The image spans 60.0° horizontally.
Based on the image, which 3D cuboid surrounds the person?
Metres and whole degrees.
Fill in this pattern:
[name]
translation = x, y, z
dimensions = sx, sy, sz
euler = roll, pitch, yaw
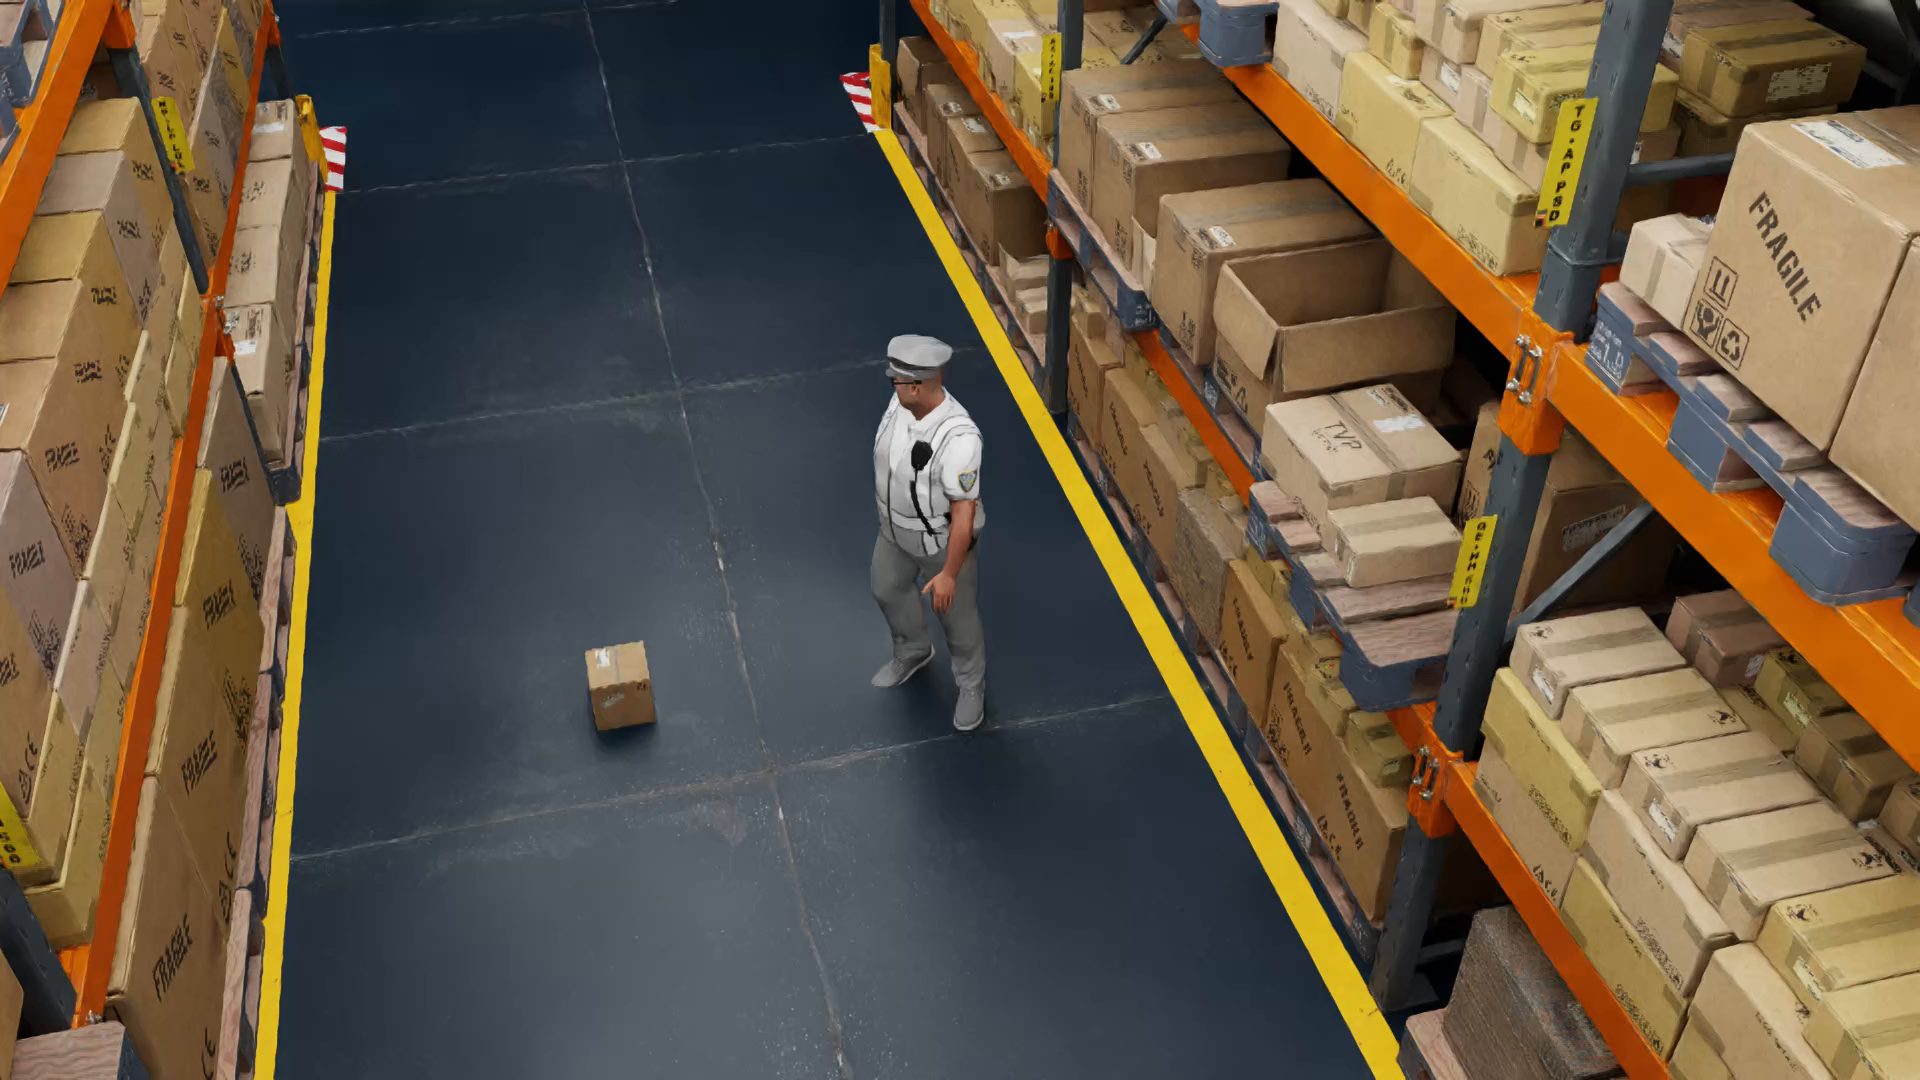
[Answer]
[person]
translation = -0.130, 0.009, 6.713
dimensions = 0.432, 1.802, 0.602
euler = -30, 47, -33
